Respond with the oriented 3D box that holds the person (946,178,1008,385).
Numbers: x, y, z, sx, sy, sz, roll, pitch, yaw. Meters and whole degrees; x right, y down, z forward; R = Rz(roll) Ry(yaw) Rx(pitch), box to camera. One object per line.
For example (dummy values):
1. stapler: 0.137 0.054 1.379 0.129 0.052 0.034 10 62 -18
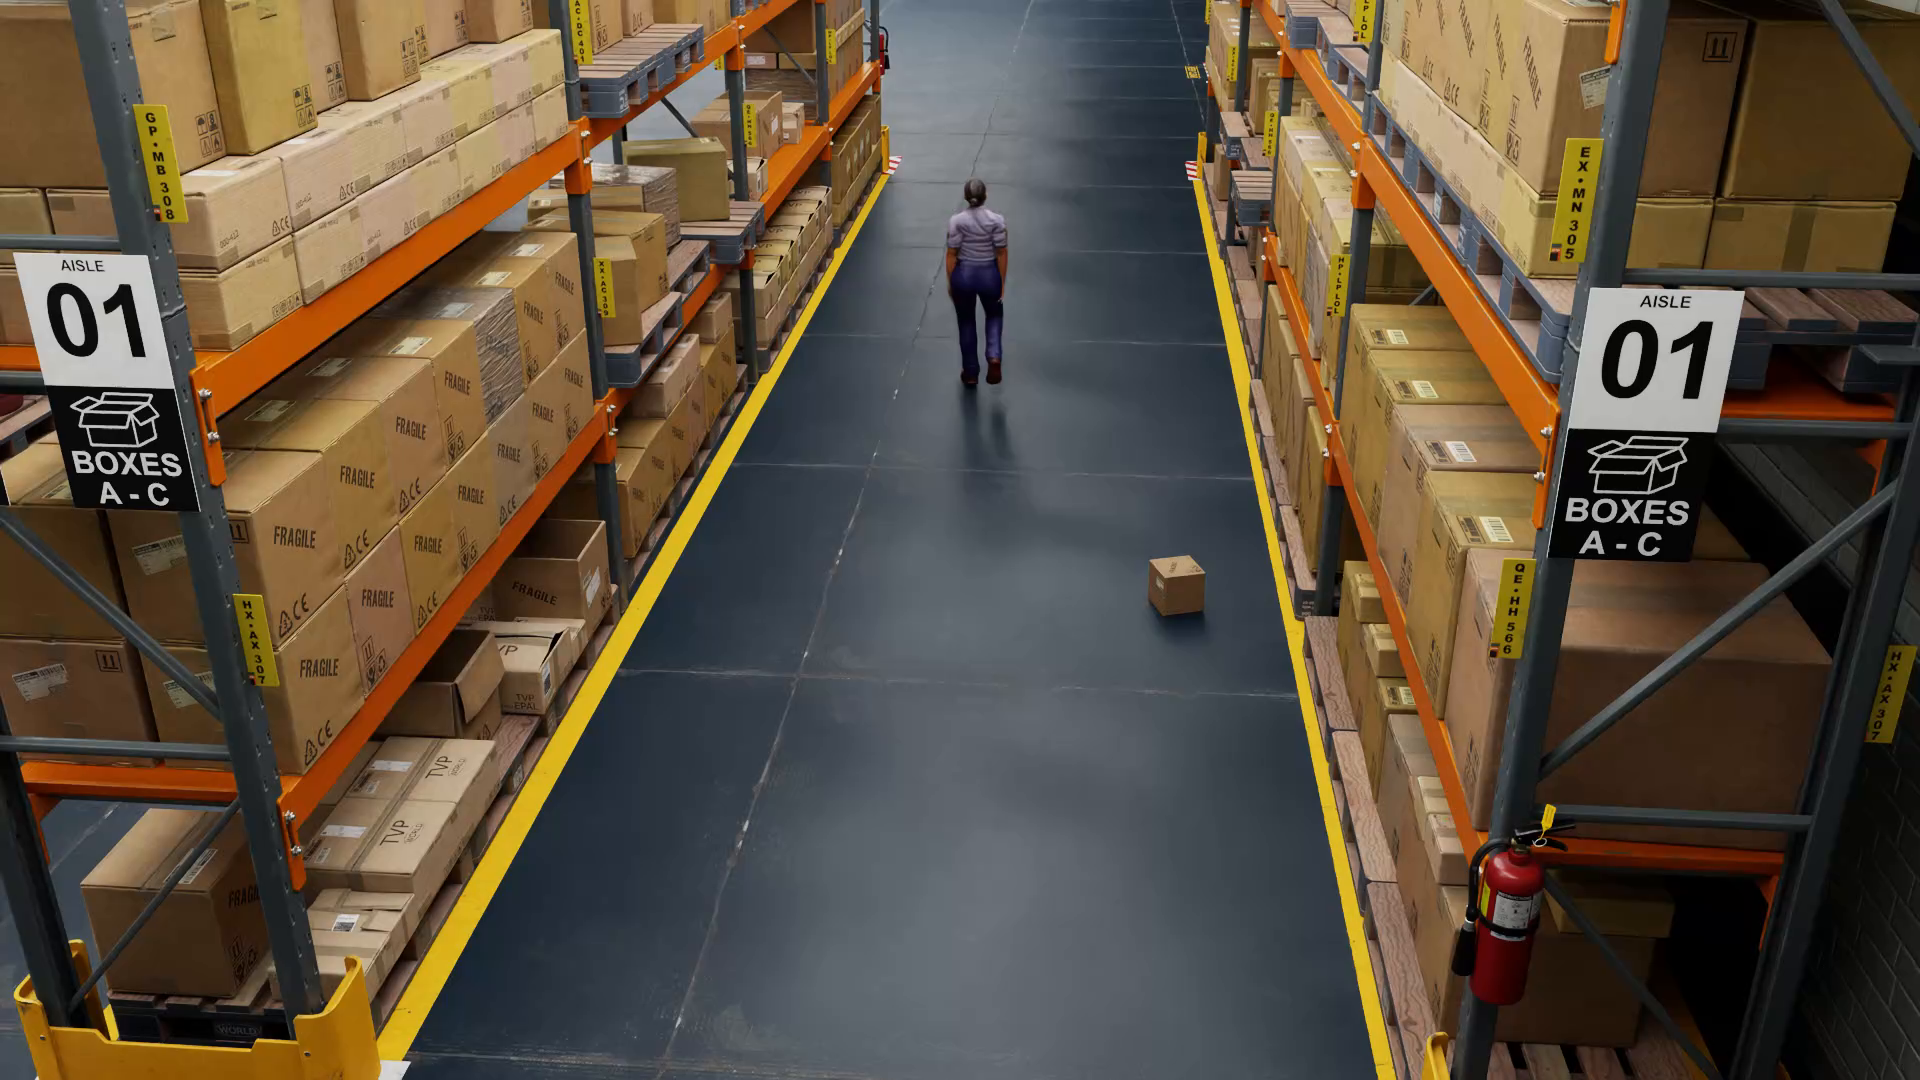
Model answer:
1. person: 0.127 -2.010 12.957 0.475 1.645 0.459 -2 25 -4
